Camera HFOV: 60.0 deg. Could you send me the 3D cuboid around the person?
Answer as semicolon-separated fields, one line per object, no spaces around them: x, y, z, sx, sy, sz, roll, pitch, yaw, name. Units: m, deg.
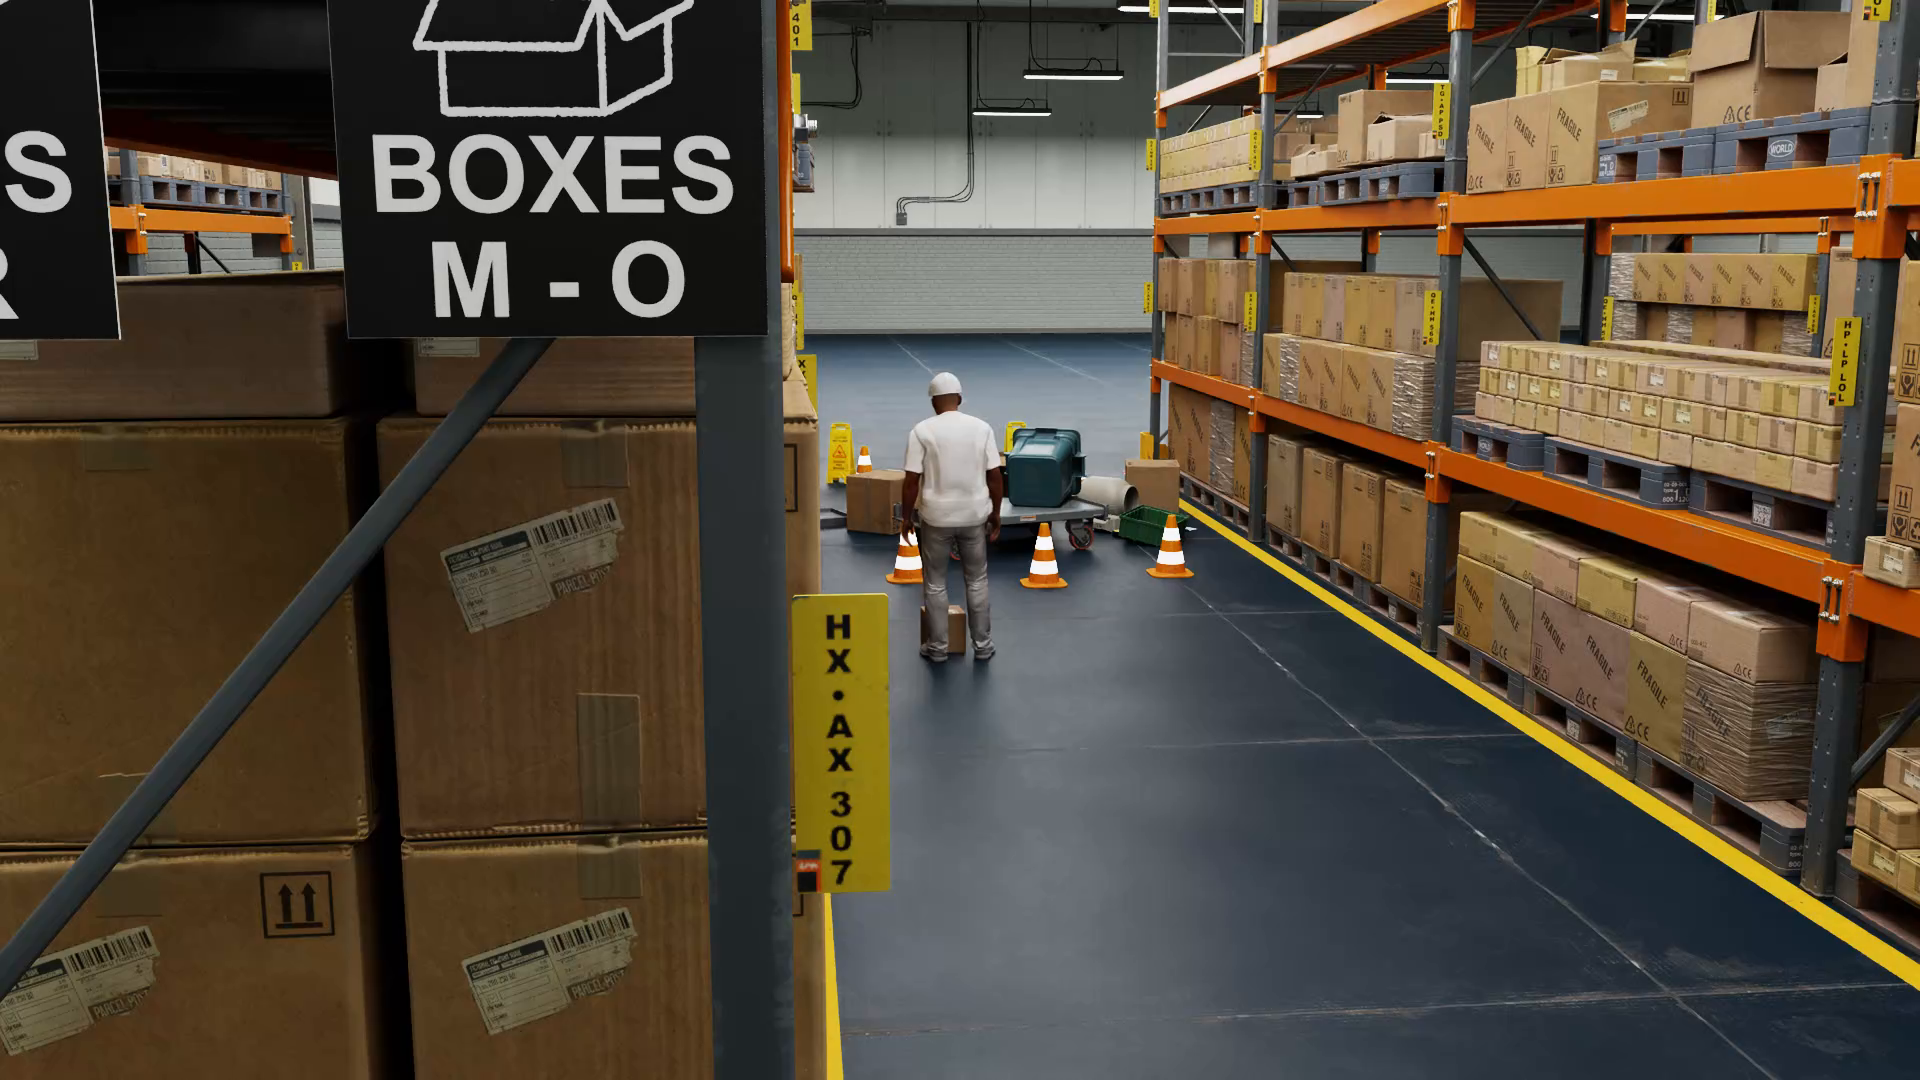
-0.052;-0.140;10.154;0.634;1.758;0.461;-2;10;-12;person
